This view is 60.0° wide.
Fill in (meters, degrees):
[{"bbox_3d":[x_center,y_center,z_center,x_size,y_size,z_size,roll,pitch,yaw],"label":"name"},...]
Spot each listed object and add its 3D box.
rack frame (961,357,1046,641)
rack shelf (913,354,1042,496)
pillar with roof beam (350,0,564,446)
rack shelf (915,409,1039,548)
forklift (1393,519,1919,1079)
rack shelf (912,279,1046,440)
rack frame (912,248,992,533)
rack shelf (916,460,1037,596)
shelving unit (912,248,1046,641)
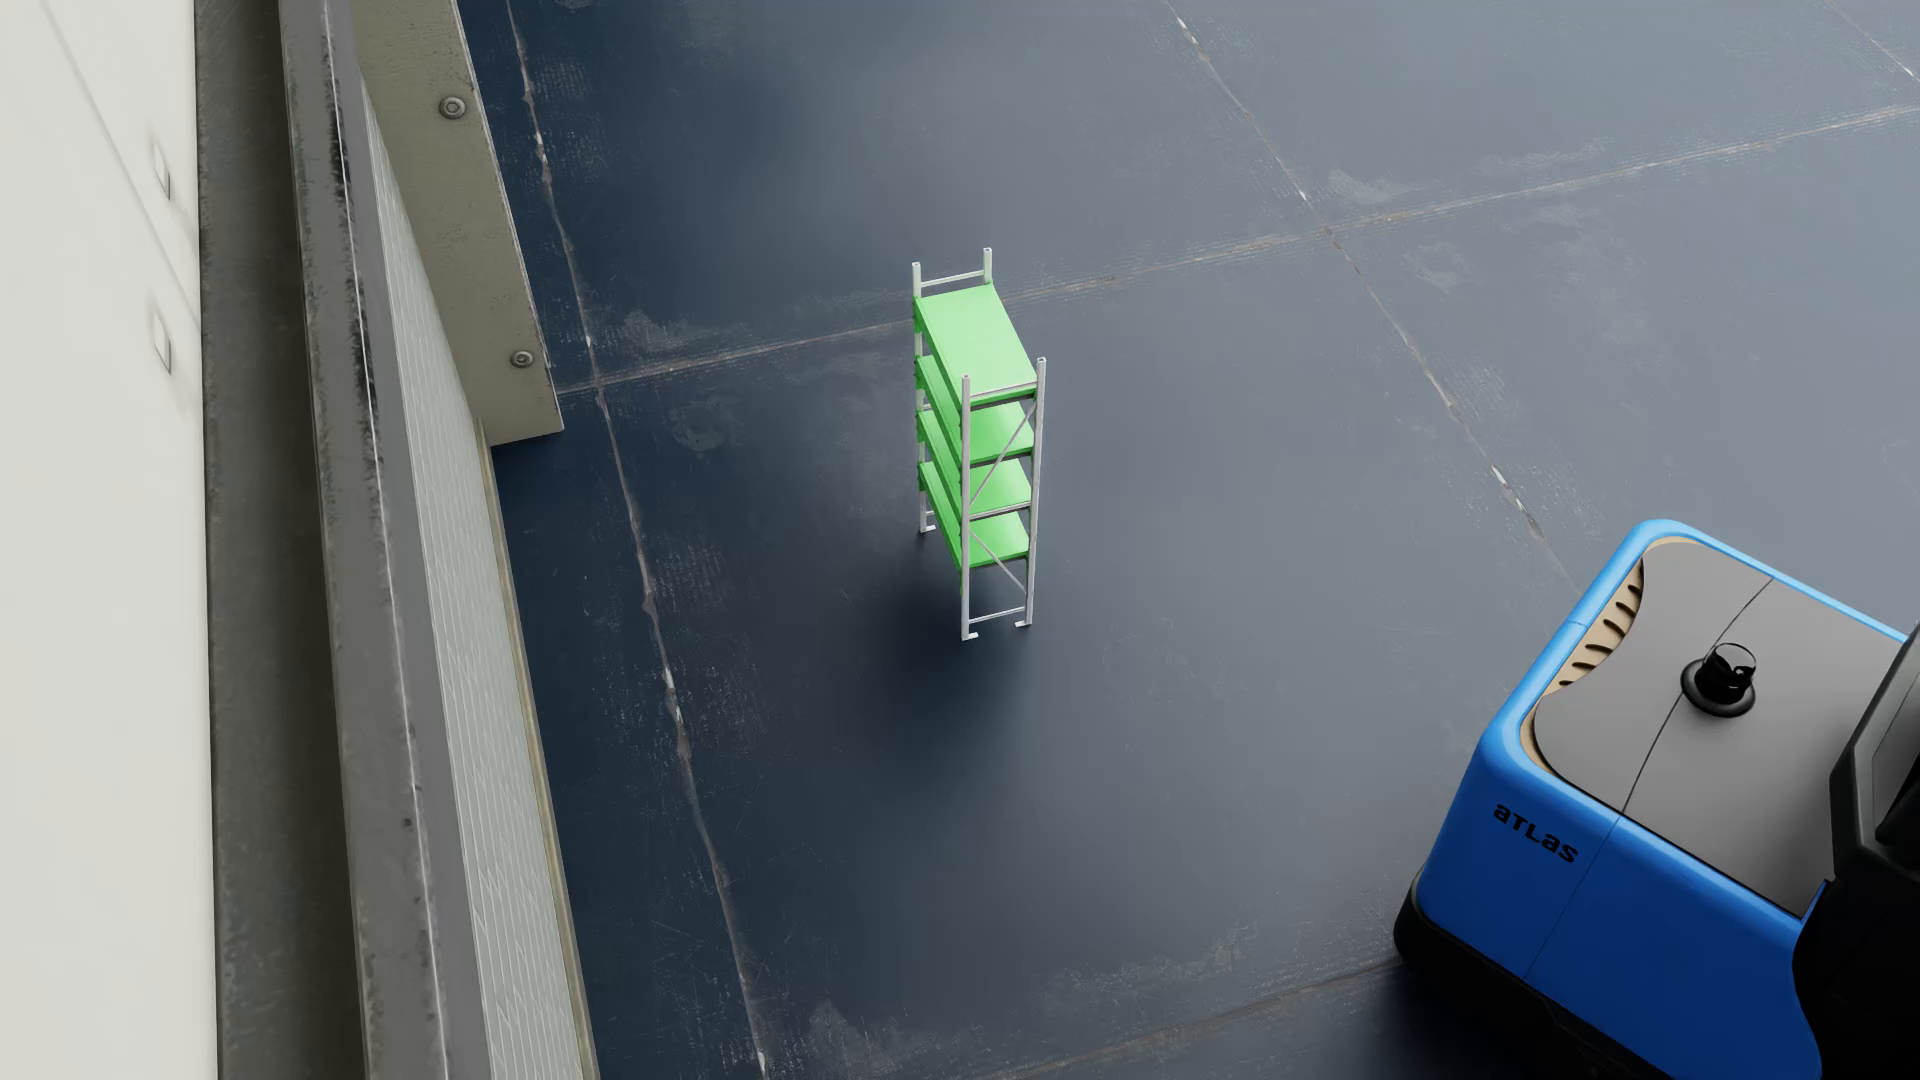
[{"bbox_3d":[0.121,-0.088,5.039,0.240,1.200,0.015,-13,51,-11],"label":"rack frame"},{"bbox_3d":[0.049,-0.379,5.055,0.258,0.148,0.480,-13,51,-11],"label":"rack shelf"},{"bbox_3d":[2.458,-4.386,3.562,9.100,9.000,0.400,-13,51,-11],"label":"pillar with roof beam"},{"bbox_3d":[0.049,-0.225,5.238,0.258,0.148,0.480,-13,51,-11],"label":"rack shelf"},{"bbox_3d":[2.688,0.665,3.273,3.031,2.935,1.130,32,57,24],"label":"forklift"},{"bbox_3d":[0.049,-0.534,4.871,0.258,0.148,0.480,-13,51,-11],"label":"rack shelf"},{"bbox_3d":[-0.023,-0.444,5.340,0.240,1.200,0.015,-13,51,-11],"label":"rack frame"},{"bbox_3d":[0.049,-0.070,5.422,0.258,0.148,0.480,-13,51,-11],"label":"rack shelf"},{"bbox_3d":[0.049,-0.266,5.189,0.258,1.200,0.503,-13,51,-11],"label":"shelving unit"}]
